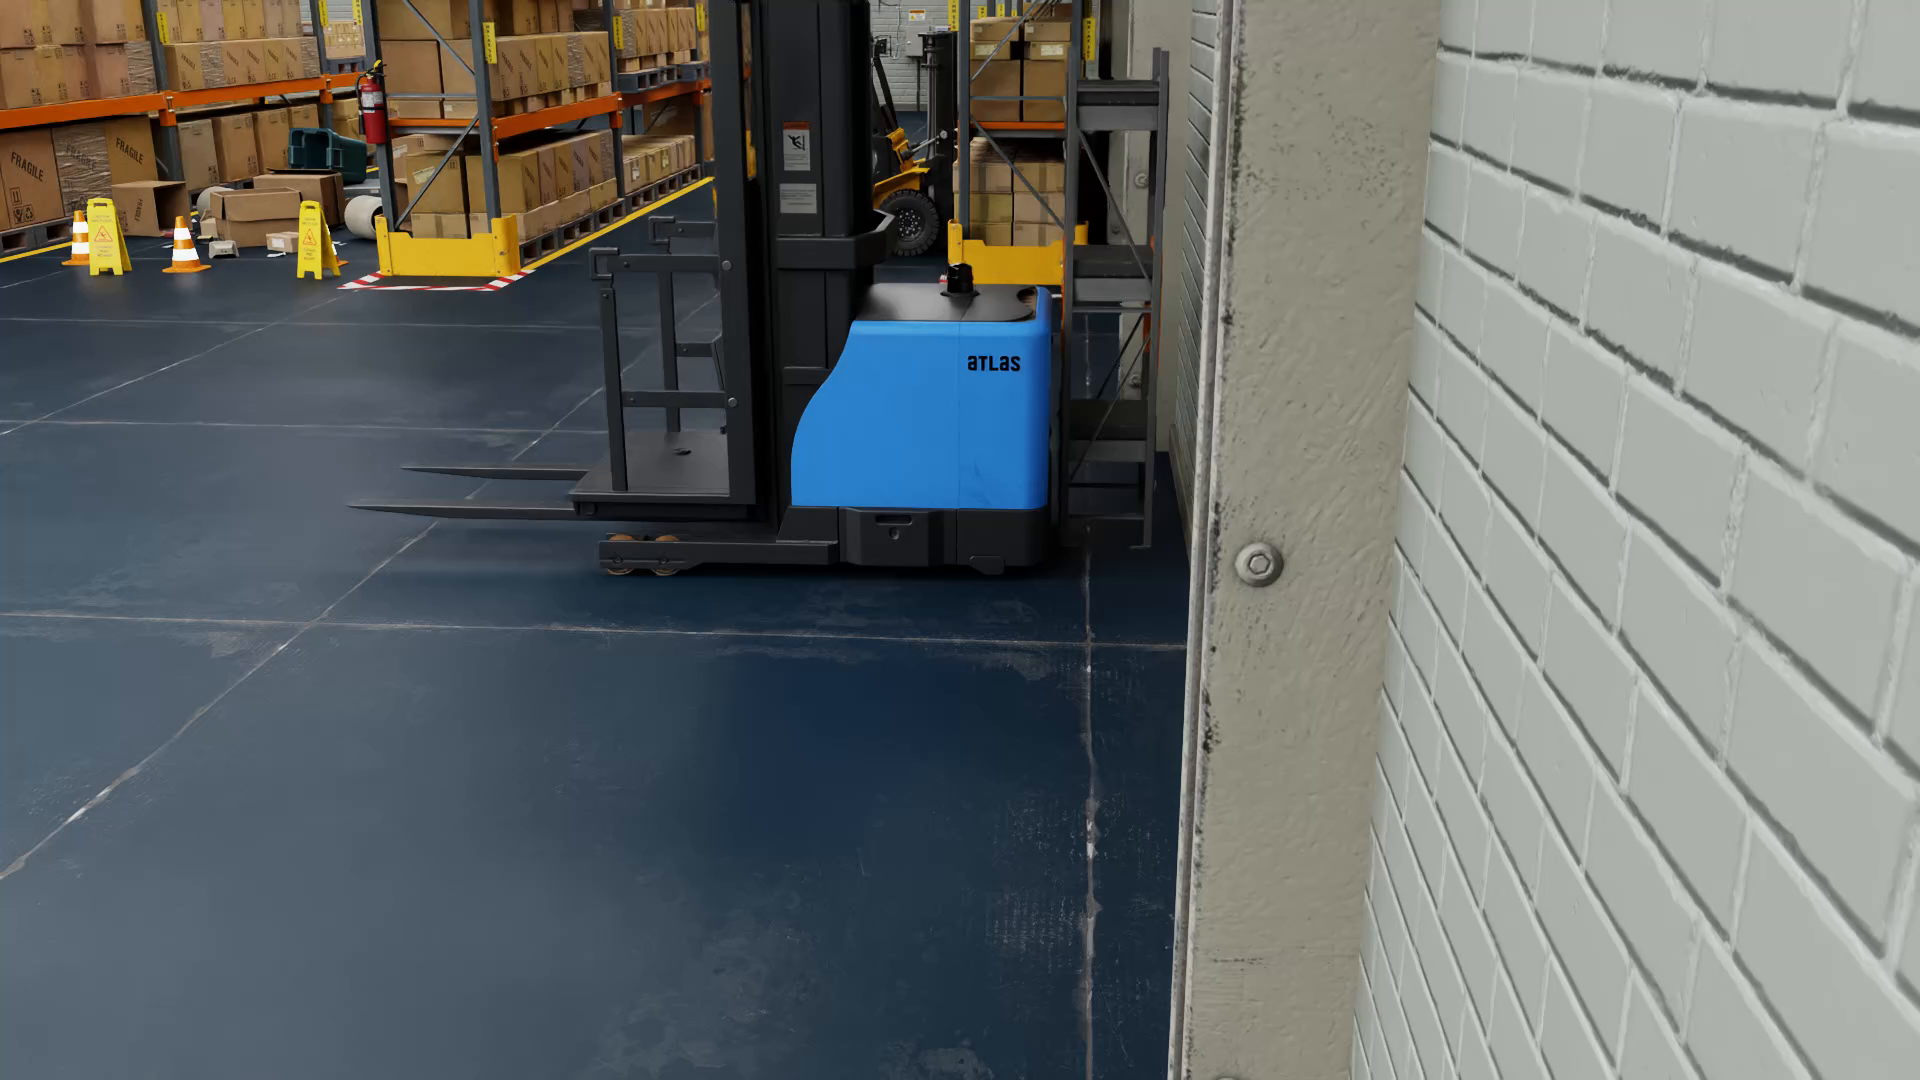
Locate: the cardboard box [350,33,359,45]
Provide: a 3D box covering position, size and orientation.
[{"bbox_3d":[-8.544,-6.915,22.962,0.380,0.149,0.250,1,18,4],"label":"cardboard box"}]

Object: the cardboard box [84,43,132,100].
[{"bbox_3d":[-9.148,-4.845,17.153,0.875,0.550,0.550,1,18,4],"label":"cardboard box"}]

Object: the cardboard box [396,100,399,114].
[{"bbox_3d":[-4.738,-3.822,14.672,0.380,0.149,0.250,1,18,3],"label":"cardboard box"}]

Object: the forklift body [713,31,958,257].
[{"bbox_3d":[-1.192,-3.856,15.736,2.313,2.155,1.214,1,18,4],"label":"forklift body"}]

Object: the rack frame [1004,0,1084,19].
[{"bbox_3d":[1.066,-6.114,21.265,1.000,3.000,0.127,1,18,4],"label":"rack frame"}]

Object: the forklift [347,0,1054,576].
[{"bbox_3d":[-1.114,-1.405,7.004,3.031,2.935,1.130,1,18,3],"label":"forklift"}]

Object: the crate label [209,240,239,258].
[{"bbox_3d":[-6.852,-2.706,15.460,0.250,0.136,0.298,-9,20,-25],"label":"crate label"}]

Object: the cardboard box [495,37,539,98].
[{"bbox_3d":[-4.114,-4.230,14.876,0.500,0.500,0.500,2,18,6],"label":"cardboard box"}]

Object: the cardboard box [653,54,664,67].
[{"bbox_3d":[-3.696,-5.630,19.517,0.380,0.149,0.250,2,18,6],"label":"cardboard box"}]

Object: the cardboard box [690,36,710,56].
[{"bbox_3d":[-3.603,-6.542,22.008,0.500,0.250,0.500,1,18,4],"label":"cardboard box"}]

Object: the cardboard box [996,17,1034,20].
[{"bbox_3d":[0.549,-5.193,16.773,0.380,0.149,0.250,2,18,5],"label":"cardboard box"}]

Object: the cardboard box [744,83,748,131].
[{"bbox_3d":[-3.620,-6.181,24.206,0.875,0.875,0.875,2,18,6],"label":"cardboard box"}]

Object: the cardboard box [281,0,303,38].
[{"bbox_3d":[-8.872,-6.686,21.245,0.700,0.500,0.500,1,18,4],"label":"cardboard box"}]

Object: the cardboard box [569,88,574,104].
[{"bbox_3d":[-4.009,-4.361,16.318,0.380,0.149,0.250,1,18,3],"label":"cardboard box"}]

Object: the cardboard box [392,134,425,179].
[{"bbox_3d":[-5.950,-4.184,18.172,0.500,0.500,0.500,1,18,4],"label":"cardboard box"}]

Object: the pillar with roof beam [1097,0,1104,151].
[{"bbox_3d":[-1.993,-10.499,25.014,9.100,9.000,0.400,1,18,4],"label":"pillar with roof beam"}]

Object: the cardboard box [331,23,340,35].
[{"bbox_3d":[-8.587,-6.888,22.402,0.380,0.149,0.250,1,18,2],"label":"cardboard box"}]

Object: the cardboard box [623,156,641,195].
[{"bbox_3d":[-4.137,-4.095,18.649,0.950,0.372,0.625,2,18,5],"label":"cardboard box"}]

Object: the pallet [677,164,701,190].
[{"bbox_3d":[-3.943,-4.656,21.293,1.003,0.211,1.213,1,18,4],"label":"pallet"}]

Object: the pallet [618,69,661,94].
[{"bbox_3d":[-3.972,-5.124,18.552,1.003,0.211,1.213,1,18,4],"label":"pallet"}]

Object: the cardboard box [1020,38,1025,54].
[{"bbox_3d":[0.413,-4.574,15.361,0.380,0.149,0.250,1,18,4],"label":"cardboard box"}]

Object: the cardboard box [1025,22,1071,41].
[{"bbox_3d":[0.729,-4.226,13.823,0.380,0.149,0.250,1,18,3],"label":"cardboard box"}]

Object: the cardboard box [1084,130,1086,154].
[{"bbox_3d":[1.468,-5.566,22.933,0.500,0.500,0.500,2,18,7],"label":"cardboard box"}]

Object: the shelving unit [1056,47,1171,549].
[{"bbox_3d":[0.649,-1.038,7.219,0.431,2.100,0.503,1,18,2],"label":"shelving unit"}]

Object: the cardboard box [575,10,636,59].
[{"bbox_3d":[-3.853,-5.509,18.105,0.500,0.500,0.500,2,18,5],"label":"cardboard box"}]

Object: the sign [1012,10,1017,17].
[{"bbox_3d":[0.811,-7.777,24.951,0.100,0.325,0.005,1,18,4],"label":"sign"}]

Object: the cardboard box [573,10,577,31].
[{"bbox_3d":[-4.368,-5.518,18.134,0.500,0.500,0.500,1,18,3],"label":"cardboard box"}]

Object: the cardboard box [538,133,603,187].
[{"bbox_3d":[-3.982,-3.883,16.993,0.500,0.500,0.500,2,18,5],"label":"cardboard box"}]

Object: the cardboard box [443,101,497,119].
[{"bbox_3d":[-4.228,-3.720,14.364,0.380,0.149,0.250,1,18,4],"label":"cardboard box"}]

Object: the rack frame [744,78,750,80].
[{"bbox_3d":[-3.312,-8.708,29.182,1.000,3.000,0.127,1,18,4],"label":"rack frame"}]

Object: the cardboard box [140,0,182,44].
[{"bbox_3d":[-9.087,-5.737,18.349,0.700,0.500,0.500,1,18,3],"label":"cardboard box"}]

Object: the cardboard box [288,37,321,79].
[{"bbox_3d":[-8.595,-6.204,21.380,0.500,0.500,0.500,1,18,4],"label":"cardboard box"}]

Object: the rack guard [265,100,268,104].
[{"bbox_3d":[-13.195,-7.749,30.269,1.175,0.500,0.348,1,18,4],"label":"rack guard"}]

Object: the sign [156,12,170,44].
[{"bbox_3d":[-8.563,-5.498,17.866,0.100,0.325,0.005,1,18,4],"label":"sign"}]

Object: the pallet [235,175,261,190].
[{"bbox_3d":[-9.052,-4.357,20.380,1.003,0.211,1.213,1,18,4],"label":"pallet"}]

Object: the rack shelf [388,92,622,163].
[{"bbox_3d":[-4.316,-4.018,16.024,1.077,0.370,4.000,1,18,4],"label":"rack shelf"}]

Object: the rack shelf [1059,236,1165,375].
[{"bbox_3d":[0.649,-1.025,7.223,0.431,0.518,0.480,1,18,2],"label":"rack shelf"}]

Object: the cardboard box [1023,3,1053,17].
[{"bbox_3d":[1.231,-8.424,26.874,0.500,0.500,0.500,2,18,5],"label":"cardboard box"}]

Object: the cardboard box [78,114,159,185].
[{"bbox_3d":[-9.232,-4.057,17.723,0.875,0.875,0.875,2,18,5],"label":"cardboard box"}]

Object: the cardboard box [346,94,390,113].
[{"bbox_3d":[-8.455,-6.190,23.634,0.500,0.250,0.500,1,18,4],"label":"cardboard box"}]

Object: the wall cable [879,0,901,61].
[{"bbox_3d":[-1.516,-10.915,34.284,0.588,1.984,0.122,1,18,4],"label":"wall cable"}]

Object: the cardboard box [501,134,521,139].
[{"bbox_3d":[-4.604,-4.081,16.555,0.380,0.149,0.250,2,18,7],"label":"cardboard box"}]

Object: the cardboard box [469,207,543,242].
[{"bbox_3d":[-4.125,-2.876,15.125,0.500,0.250,0.500,1,18,3],"label":"cardboard box"}]
